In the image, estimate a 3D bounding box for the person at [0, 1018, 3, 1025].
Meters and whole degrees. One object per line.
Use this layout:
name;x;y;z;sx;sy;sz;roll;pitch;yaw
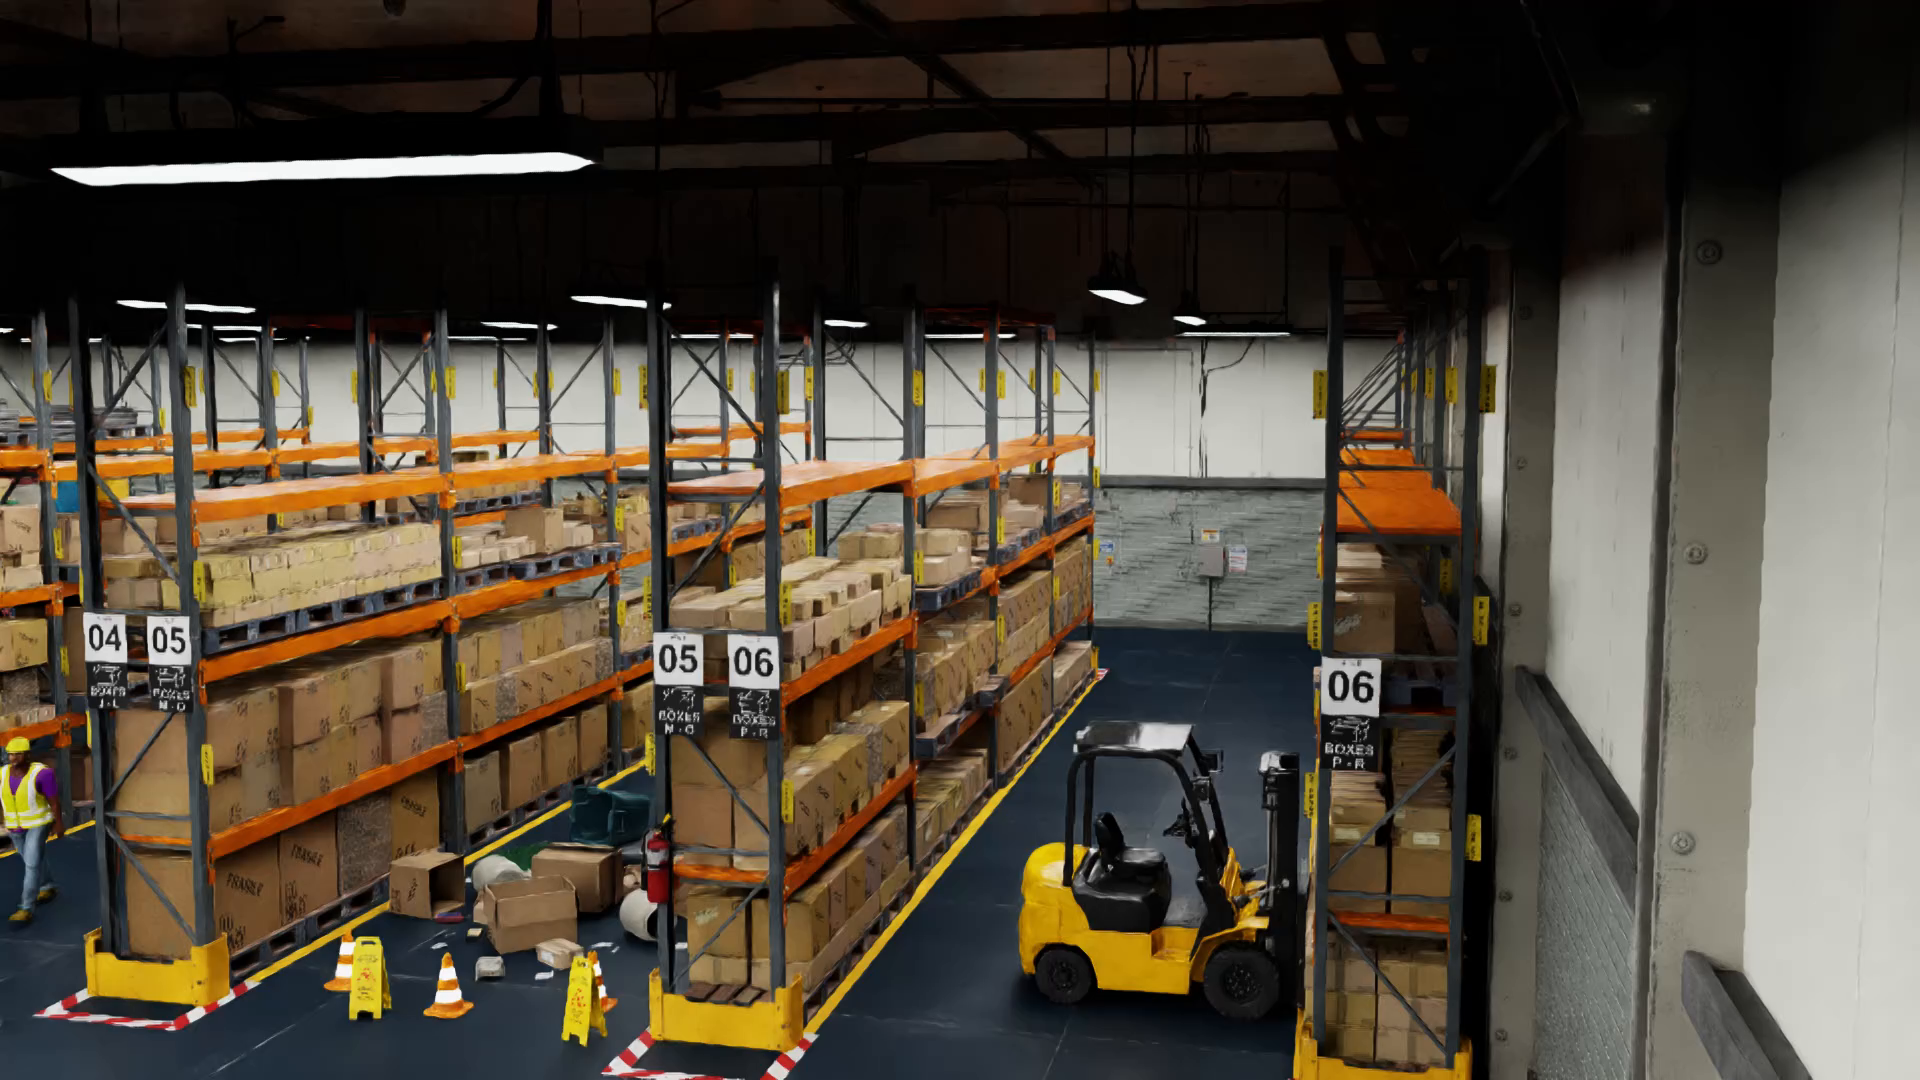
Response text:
person;-7.692;2.974;12.861;0.454;1.773;0.687;-2;6;-19

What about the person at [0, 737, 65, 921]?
person;-8.914;2.710;15.829;0.571;1.707;1.035;0;6;4

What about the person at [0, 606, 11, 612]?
person;-16.879;1.404;29.572;0.419;1.513;1.037;1;6;11
